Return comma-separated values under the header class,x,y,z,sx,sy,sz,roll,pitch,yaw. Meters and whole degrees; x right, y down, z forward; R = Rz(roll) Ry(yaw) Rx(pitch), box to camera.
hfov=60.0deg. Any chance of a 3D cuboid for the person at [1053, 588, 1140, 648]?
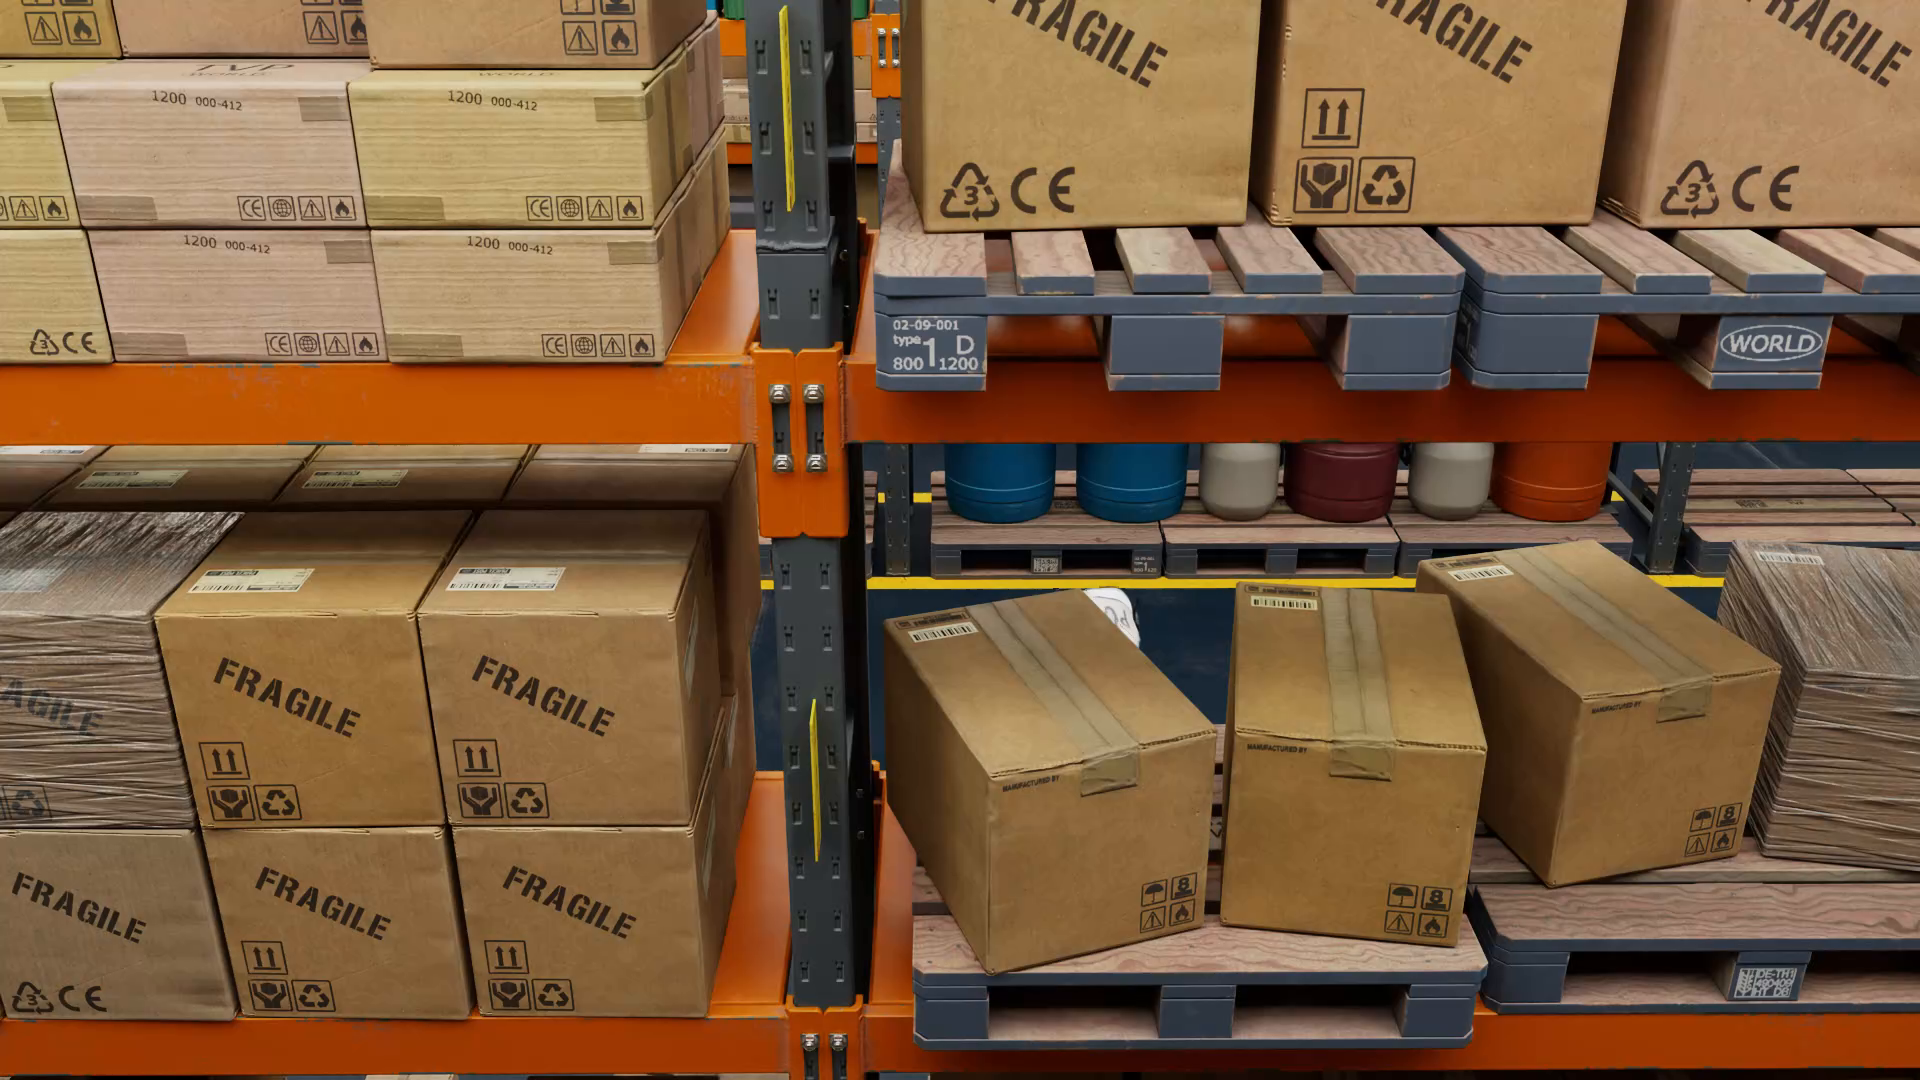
class,x,y,z,sx,sy,sz,roll,pitch,yaw
person,0.498,0.757,6.199,0.415,1.030,0.924,-1,24,-3
